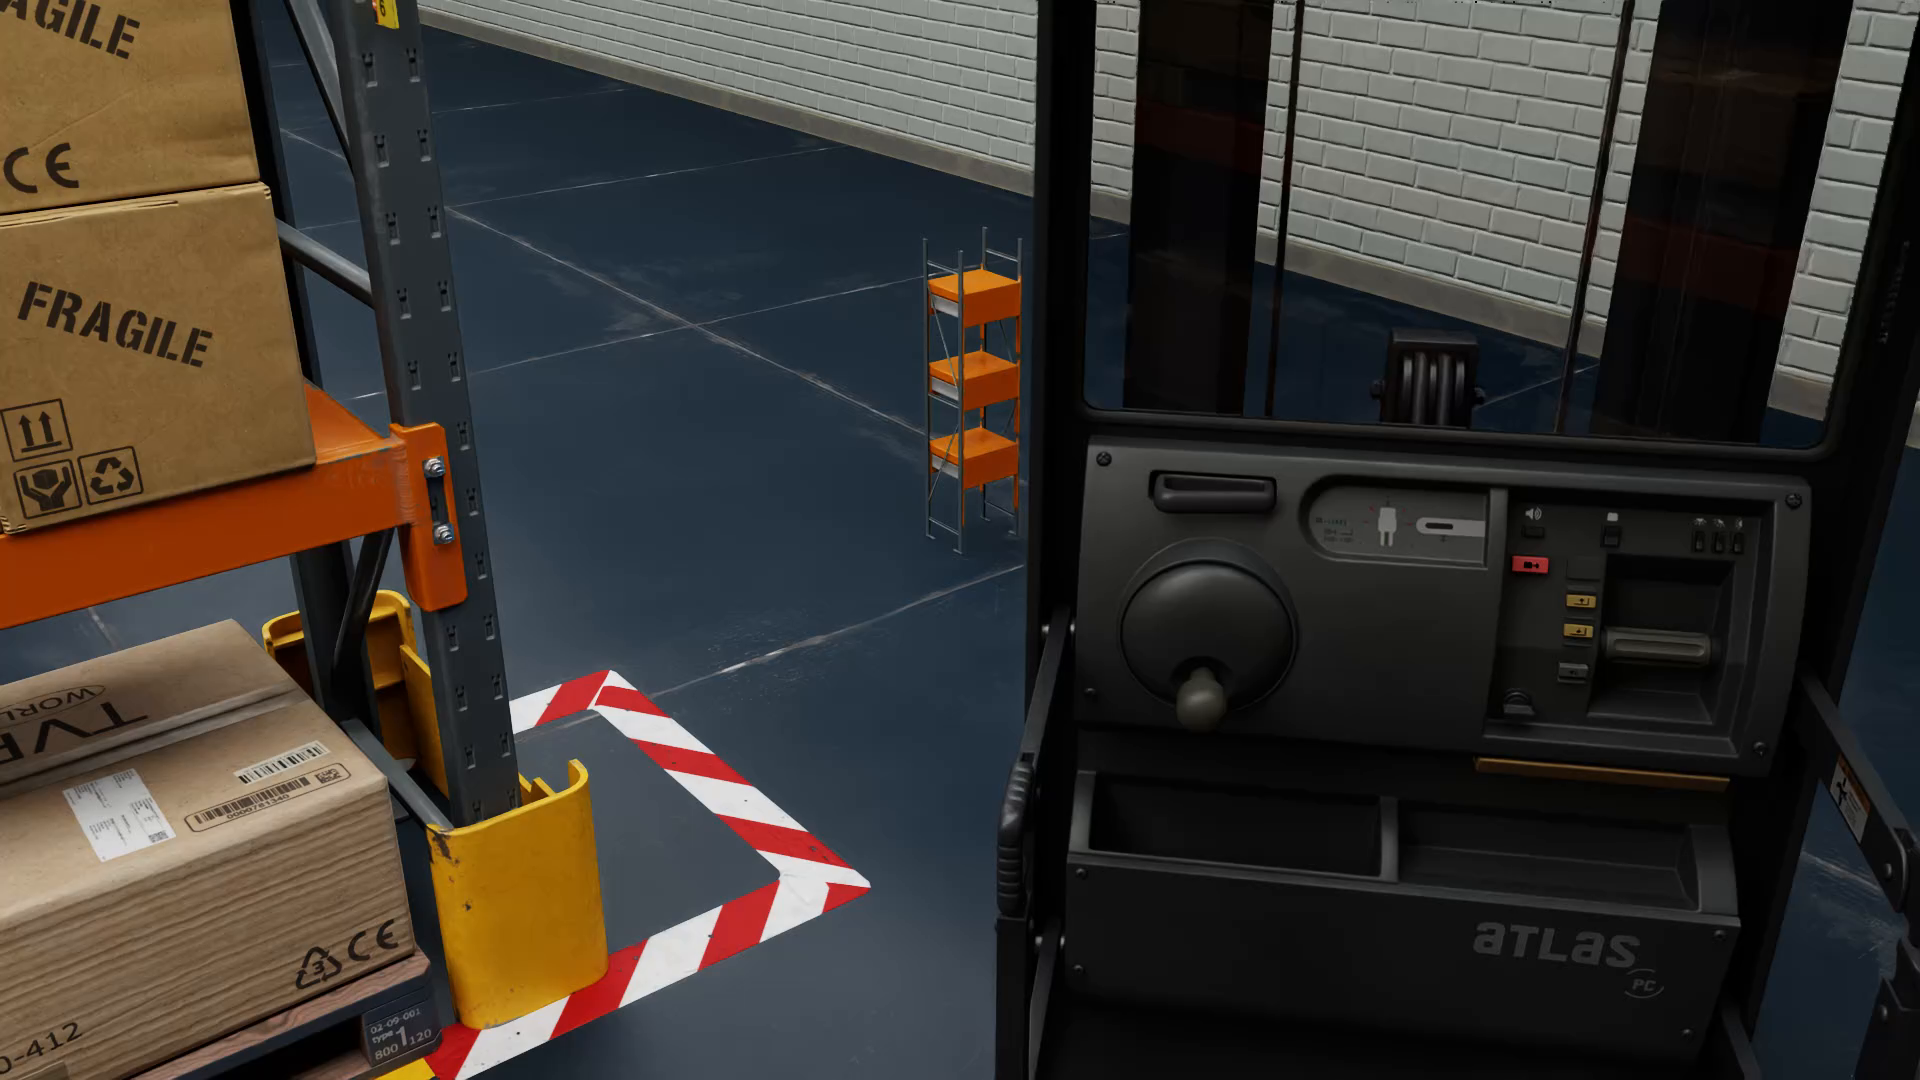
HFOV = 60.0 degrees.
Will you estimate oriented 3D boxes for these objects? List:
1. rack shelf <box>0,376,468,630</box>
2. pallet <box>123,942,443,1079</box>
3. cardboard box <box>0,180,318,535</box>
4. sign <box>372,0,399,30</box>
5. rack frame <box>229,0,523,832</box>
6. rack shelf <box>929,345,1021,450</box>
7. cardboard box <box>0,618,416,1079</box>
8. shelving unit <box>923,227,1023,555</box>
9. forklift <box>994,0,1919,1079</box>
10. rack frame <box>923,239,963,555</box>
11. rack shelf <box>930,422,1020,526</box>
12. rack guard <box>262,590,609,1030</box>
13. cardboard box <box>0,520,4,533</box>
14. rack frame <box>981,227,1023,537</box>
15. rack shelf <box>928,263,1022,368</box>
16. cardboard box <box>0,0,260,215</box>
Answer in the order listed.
[{"bbox_3d":[-2.843,0.301,2.394,4.000,0.370,1.077,-18,31,-34],"label":"rack shelf"},{"bbox_3d":[-1.850,0.953,3.445,1.213,0.211,1.003,-18,31,-34],"label":"pallet"},{"bbox_3d":[-1.486,-0.378,2.882,0.500,0.500,0.500,-18,30,-34],"label":"cardboard box"},{"bbox_3d":[-0.945,-0.995,2.673,0.005,0.325,0.100,-18,31,-34],"label":"sign"},{"bbox_3d":[-1.269,-0.545,3.362,0.127,3.000,1.000,-18,31,-34],"label":"rack frame"},{"bbox_3d":[0.042,-0.481,5.563,0.240,0.259,0.215,-18,31,-34],"label":"rack shelf"},{"bbox_3d":[-1.727,0.631,3.372,0.875,0.438,0.875,-19,31,-36],"label":"cardboard box"},{"bbox_3d":[0.042,-0.490,5.559,0.252,1.050,0.215,-18,31,-34],"label":"shelving unit"},{"bbox_3d":[0.594,0.114,2.022,1.130,2.935,3.031,4,25,8],"label":"forklift"},{"bbox_3d":[-0.054,-0.458,5.491,0.008,1.050,0.200,-18,31,-34],"label":"rack frame"},{"bbox_3d":[0.042,-0.228,5.680,0.240,0.259,0.215,-18,31,-34],"label":"rack shelf"},{"bbox_3d":[-1.250,0.582,3.901,0.348,0.500,1.175,-18,31,-34],"label":"rack guard"},{"bbox_3d":[-1.890,-0.252,2.612,0.500,0.500,0.500,-19,31,-35],"label":"cardboard box"},{"bbox_3d":[0.138,-0.522,5.627,0.008,1.050,0.200,-18,31,-34],"label":"rack frame"},{"bbox_3d":[0.042,-0.738,5.444,0.240,0.259,0.215,-18,31,-34],"label":"rack shelf"},{"bbox_3d":[-1.502,-0.840,2.690,0.500,0.500,0.500,-17,30,-32],"label":"cardboard box"}]
